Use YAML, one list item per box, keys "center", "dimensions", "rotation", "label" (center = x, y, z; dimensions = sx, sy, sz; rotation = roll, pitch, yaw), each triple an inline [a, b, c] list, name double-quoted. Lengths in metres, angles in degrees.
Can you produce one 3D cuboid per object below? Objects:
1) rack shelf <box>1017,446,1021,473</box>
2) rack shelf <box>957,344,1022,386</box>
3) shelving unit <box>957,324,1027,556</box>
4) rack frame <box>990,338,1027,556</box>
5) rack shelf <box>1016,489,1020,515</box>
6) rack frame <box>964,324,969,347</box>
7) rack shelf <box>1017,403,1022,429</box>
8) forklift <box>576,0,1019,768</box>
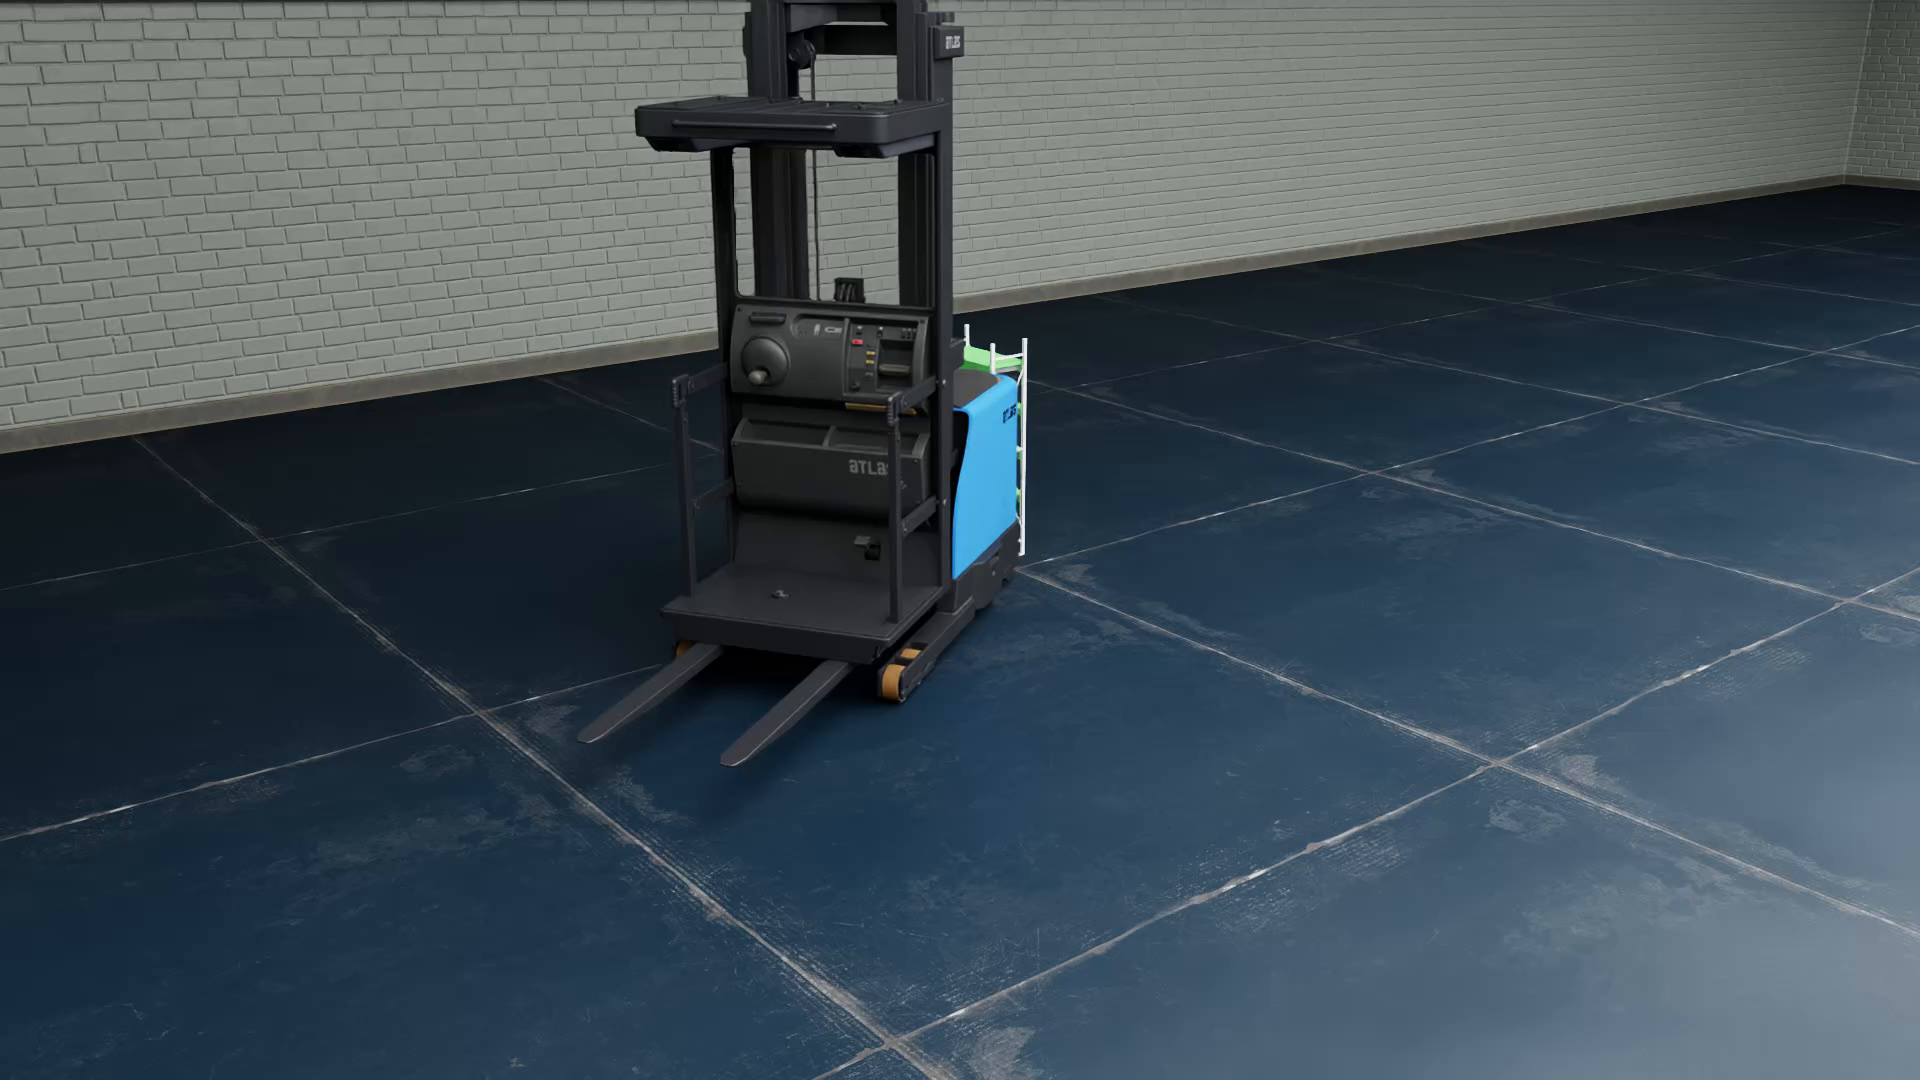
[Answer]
- center: [0.103, -0.468, 9.071]
  dimensions: [0.258, 0.148, 0.480]
  rotation: [-14, 23, -36]
  label: "rack shelf"
- center: [0.103, -0.924, 8.920]
  dimensions: [0.258, 0.148, 0.480]
  rotation: [-14, 23, -36]
  label: "rack shelf"
- center: [0.103, -0.529, 9.051]
  dimensions: [0.258, 1.200, 0.503]
  rotation: [-14, 23, -36]
  label: "shelving unit"
- center: [0.254, -0.469, 8.869]
  dimensions: [0.240, 1.200, 0.015]
  rotation: [-14, 23, -36]
  label: "rack frame"
- center: [0.103, -0.240, 9.146]
  dimensions: [0.258, 0.148, 0.480]
  rotation: [-14, 23, -36]
  label: "rack shelf"
- center: [-0.049, -0.589, 9.232]
  dimensions: [0.240, 1.200, 0.015]
  rotation: [-14, 23, -36]
  label: "rack frame"
- center: [0.103, -0.696, 8.995]
  dimensions: [0.258, 0.148, 0.480]
  rotation: [-14, 23, -36]
  label: "rack shelf"
- center: [-0.655, -0.829, 7.203]
  dimensions: [1.130, 2.935, 3.031]
  rotation: [6, 19, 18]
  label: "forklift"
